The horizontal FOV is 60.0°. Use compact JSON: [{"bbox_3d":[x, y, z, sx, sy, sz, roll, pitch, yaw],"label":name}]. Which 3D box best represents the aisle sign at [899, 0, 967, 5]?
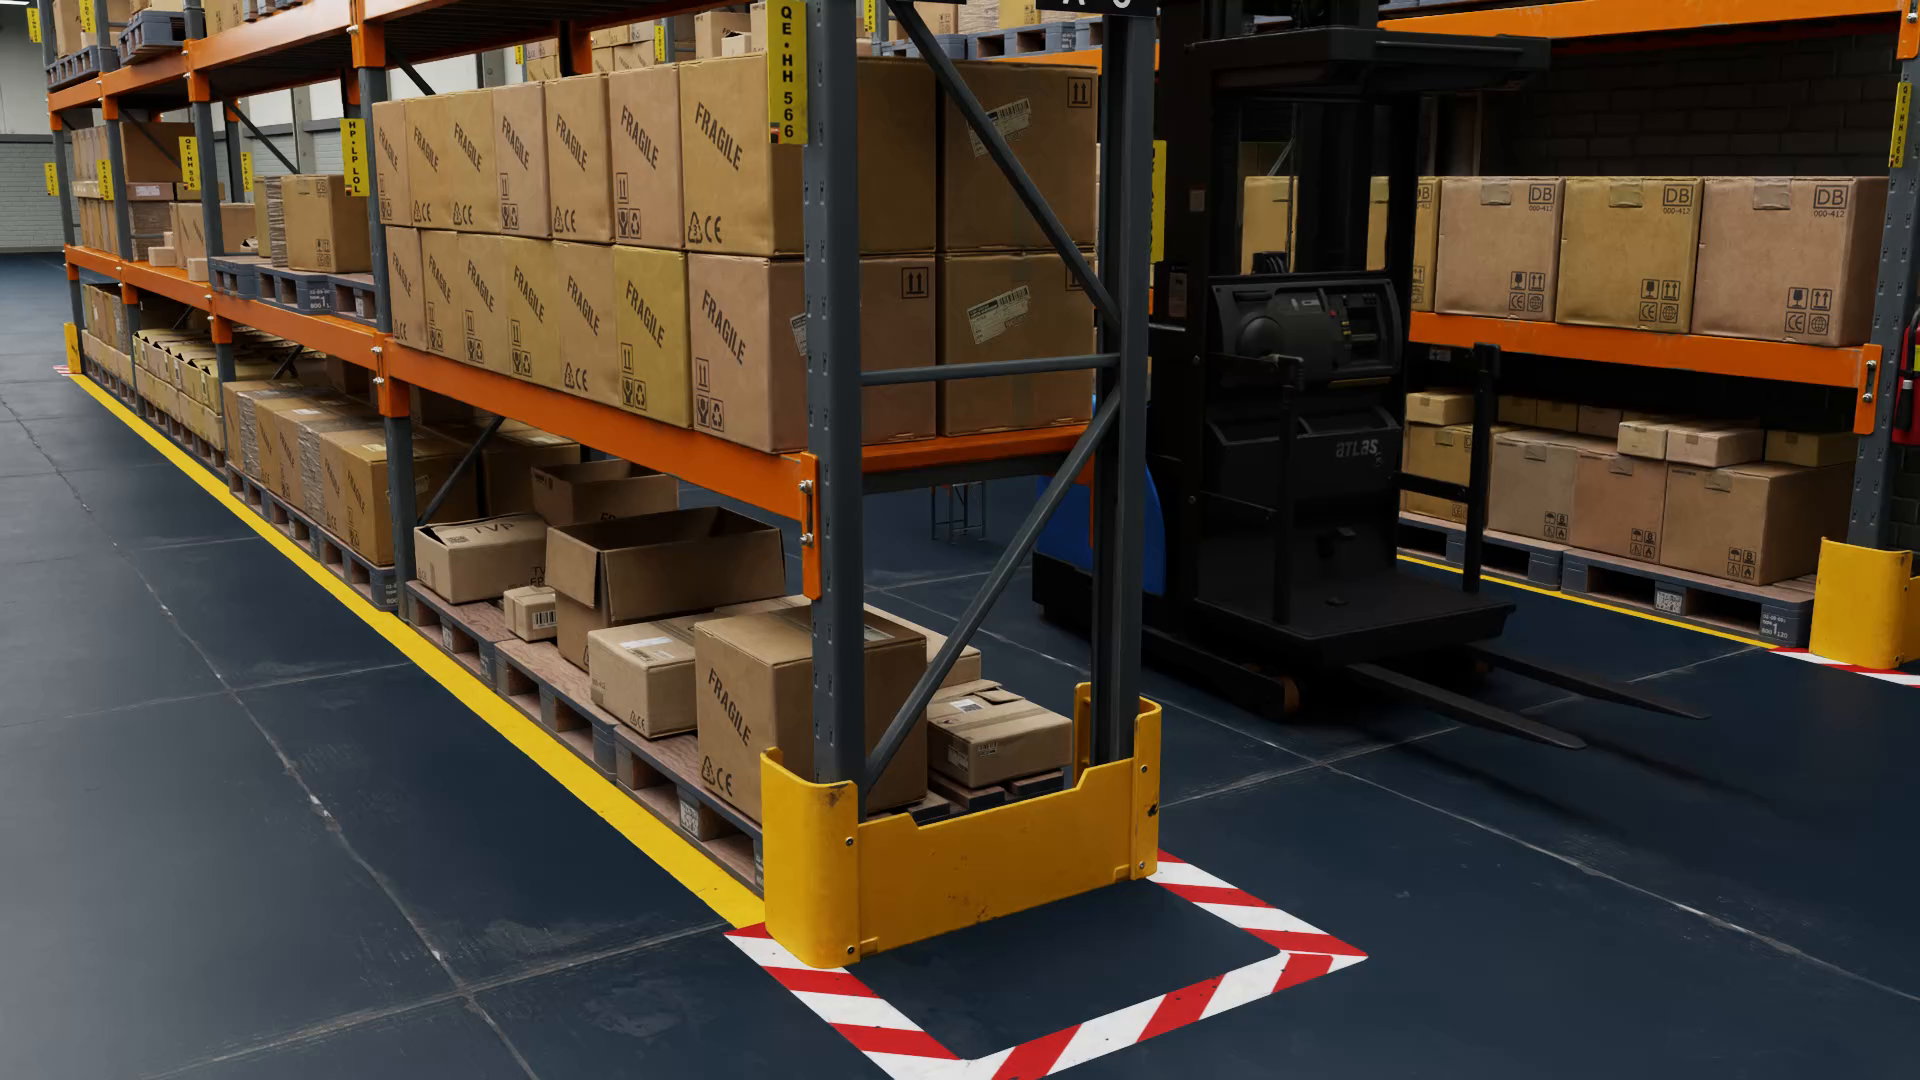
[{"bbox_3d":[-0.149,-1.659,3.843,0.394,0.787,0.004,-8,15,-33],"label":"aisle sign"}]

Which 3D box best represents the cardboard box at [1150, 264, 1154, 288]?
[{"bbox_3d":[1.391,-1.692,10.618,0.380,0.149,0.250,-8,15,-32],"label":"cardboard box"}]

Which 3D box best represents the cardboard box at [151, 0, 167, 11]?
[{"bbox_3d":[-5.572,-3.822,12.163,0.500,0.250,0.500,-10,16,-38],"label":"cardboard box"}]

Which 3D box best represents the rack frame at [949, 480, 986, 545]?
[{"bbox_3d":[0.043,-0.572,9.171,0.240,1.200,0.006,-8,15,-33],"label":"rack frame"}]

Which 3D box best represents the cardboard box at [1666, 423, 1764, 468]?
[{"bbox_3d":[3.496,-0.439,7.700,0.380,0.149,0.250,-8,15,-33],"label":"cardboard box"}]

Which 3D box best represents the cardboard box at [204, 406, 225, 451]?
[{"bbox_3d":[-4.859,-0.787,11.393,0.500,0.250,0.500,-8,15,-31],"label":"cardboard box"}]

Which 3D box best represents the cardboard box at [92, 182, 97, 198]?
[{"bbox_3d":[-7.907,-3.280,15.588,0.380,0.149,0.250,-8,15,-32],"label":"cardboard box"}]

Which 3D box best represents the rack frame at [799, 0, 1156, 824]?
[{"bbox_3d":[0.068,-0.438,4.342,1.000,3.000,0.127,-8,15,-33],"label":"rack frame"}]

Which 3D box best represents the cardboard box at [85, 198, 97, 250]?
[{"bbox_3d":[-8.253,-3.155,16.532,0.700,0.500,0.500,-8,14,-31],"label":"cardboard box"}]

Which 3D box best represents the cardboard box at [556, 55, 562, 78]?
[{"bbox_3d":[-4.139,-5.114,18.421,0.500,0.500,0.500,-7,14,-30],"label":"cardboard box"}]

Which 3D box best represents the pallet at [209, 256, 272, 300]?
[{"bbox_3d":[-3.930,-1.654,10.355,1.213,0.211,1.003,-8,15,-33],"label":"pallet"}]

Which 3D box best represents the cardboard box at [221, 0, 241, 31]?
[{"bbox_3d":[-3.812,-3.210,9.765,0.910,0.500,0.500,-8,15,-33],"label":"cardboard box"}]

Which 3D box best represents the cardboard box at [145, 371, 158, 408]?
[{"bbox_3d":[-6.281,-1.242,13.471,0.500,0.250,0.500,-8,14,-31],"label":"cardboard box"}]

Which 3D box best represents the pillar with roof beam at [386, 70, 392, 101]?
[{"bbox_3d":[-13.799,-8.403,26.725,9.100,9.000,0.400,-8,15,-33],"label":"pillar with roof beam"}]

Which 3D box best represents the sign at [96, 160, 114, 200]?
[{"bbox_3d":[-7.041,-2.967,13.698,0.100,0.325,0.005,-8,15,-33],"label":"sign"}]

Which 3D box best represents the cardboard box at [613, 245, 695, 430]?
[{"bbox_3d":[-0.697,-0.626,4.968,0.500,0.500,0.500,-8,15,-32],"label":"cardboard box"}]

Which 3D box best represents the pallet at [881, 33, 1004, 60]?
[{"bbox_3d":[0.159,-3.712,12.737,1.213,0.211,1.003,-7,14,-30],"label":"pallet"}]

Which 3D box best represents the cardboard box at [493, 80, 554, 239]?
[{"bbox_3d":[-1.263,-1.294,5.685,0.500,0.500,0.500,-8,14,-31],"label":"cardboard box"}]

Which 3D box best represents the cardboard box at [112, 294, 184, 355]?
[{"bbox_3d":[-7.286,-1.947,14.941,0.500,0.500,0.500,-8,15,-33],"label":"cardboard box"}]

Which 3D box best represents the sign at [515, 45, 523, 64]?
[{"bbox_3d":[-5.126,-5.698,19.331,0.100,0.325,0.005,-8,15,-33],"label":"sign"}]

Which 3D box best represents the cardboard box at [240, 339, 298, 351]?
[{"bbox_3d":[-5.274,-1.399,12.878,0.500,0.311,0.500,-8,15,-33],"label":"cardboard box"}]

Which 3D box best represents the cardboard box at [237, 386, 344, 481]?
[{"bbox_3d":[-4.055,-0.647,10.120,0.500,0.500,0.500,-9,15,-35],"label":"cardboard box"}]

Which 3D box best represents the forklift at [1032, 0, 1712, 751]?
[{"bbox_3d":[1.500,-0.867,6.464,1.130,2.935,3.031,-7,14,-29],"label":"forklift"}]

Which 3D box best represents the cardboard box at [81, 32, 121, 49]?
[{"bbox_3d":[-7.476,-4.370,14.580,0.380,0.149,0.250,-8,15,-33],"label":"cardboard box"}]

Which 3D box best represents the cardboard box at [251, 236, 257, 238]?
[{"bbox_3d":[-4.698,-1.999,11.690,0.500,0.311,0.500,-8,15,-33],"label":"cardboard box"}]

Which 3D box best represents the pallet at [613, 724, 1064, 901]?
[{"bbox_3d":[-0.416,0.770,5.349,1.003,0.211,1.213,-8,15,-33],"label":"pallet"}]

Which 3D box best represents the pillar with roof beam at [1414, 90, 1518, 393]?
[{"bbox_3d":[-0.502,-4.135,7.207,9.100,9.000,0.400,-8,15,-33],"label":"pillar with roof beam"}]

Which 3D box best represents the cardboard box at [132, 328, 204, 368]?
[{"bbox_3d":[-6.559,-1.605,13.819,0.500,0.311,0.500,-8,15,-33],"label":"cardboard box"}]

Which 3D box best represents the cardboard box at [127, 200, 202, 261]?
[{"bbox_3d":[-6.831,-2.699,14.448,0.700,0.500,0.500,-9,15,-34],"label":"cardboard box"}]

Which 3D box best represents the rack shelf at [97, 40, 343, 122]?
[{"bbox_3d":[-5.472,-3.330,12.231,1.077,0.370,4.000,-8,15,-33],"label":"rack shelf"}]

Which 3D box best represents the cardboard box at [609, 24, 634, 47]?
[{"bbox_3d":[-3.276,-5.325,17.048,0.500,0.500,0.500,-7,14,-30],"label":"cardboard box"}]

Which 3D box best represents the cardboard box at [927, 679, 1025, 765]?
[{"bbox_3d":[-0.016,0.572,5.327,0.380,0.166,0.250,-8,15,-33],"label":"cardboard box"}]

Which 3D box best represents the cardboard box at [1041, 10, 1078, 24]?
[{"bbox_3d":[0.991,-3.823,11.536,0.700,0.500,0.500,-8,15,-33],"label":"cardboard box"}]

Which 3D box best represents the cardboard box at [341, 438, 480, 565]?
[{"bbox_3d":[-2.660,-0.197,8.061,0.500,0.500,0.500,-8,15,-33],"label":"cardboard box"}]

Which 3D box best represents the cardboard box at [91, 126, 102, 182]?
[{"bbox_3d":[-7.666,-3.600,15.533,0.700,0.500,0.500,-8,15,-33],"label":"cardboard box"}]

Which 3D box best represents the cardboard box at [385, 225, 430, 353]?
[{"bbox_3d":[-2.092,-1.075,7.022,0.500,0.500,0.500,-8,14,-31],"label":"cardboard box"}]

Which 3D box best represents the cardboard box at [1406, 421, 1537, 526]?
[{"bbox_3d":[2.861,-0.394,9.008,0.700,0.500,0.500,-8,15,-31],"label":"cardboard box"}]

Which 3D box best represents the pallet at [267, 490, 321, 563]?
[{"bbox_3d":[-3.310,-0.144,9.527,1.003,0.211,1.213,-8,15,-33],"label":"pallet"}]

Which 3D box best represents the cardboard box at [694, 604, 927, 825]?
[{"bbox_3d":[-0.438,0.501,4.871,0.500,0.500,0.500,-8,15,-33],"label":"cardboard box"}]

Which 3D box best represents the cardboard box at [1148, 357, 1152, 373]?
[{"bbox_3d":[1.506,-0.991,10.922,0.750,0.750,0.750,-8,15,-32],"label":"cardboard box"}]

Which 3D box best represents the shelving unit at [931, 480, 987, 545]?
[{"bbox_3d":[-0.008,-0.589,9.245,0.258,1.200,0.189,-8,15,-33],"label":"shelving unit"}]

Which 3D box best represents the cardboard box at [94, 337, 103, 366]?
[{"bbox_3d":[-8.128,-1.846,16.235,0.500,0.250,0.500,-8,15,-33],"label":"cardboard box"}]

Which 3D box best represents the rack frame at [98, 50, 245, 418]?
[{"bbox_3d":[-6.580,-2.572,14.101,1.000,3.000,0.127,-8,15,-33],"label":"rack frame"}]

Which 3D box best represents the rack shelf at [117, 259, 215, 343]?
[{"bbox_3d":[-5.472,-1.865,12.551,1.077,0.370,4.000,-8,15,-33],"label":"rack shelf"}]

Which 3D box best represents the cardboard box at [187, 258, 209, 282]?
[{"bbox_3d":[-5.092,-1.865,11.457,0.380,0.149,0.250,-8,15,-33],"label":"cardboard box"}]

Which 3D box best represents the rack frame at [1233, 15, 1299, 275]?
[{"bbox_3d":[1.974,-1.736,10.279,1.000,3.000,0.127,-8,15,-33],"label":"rack frame"}]

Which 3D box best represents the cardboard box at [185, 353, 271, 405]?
[{"bbox_3d":[-5.153,-1.152,11.749,0.500,0.311,0.500,-8,15,-34],"label":"cardboard box"}]

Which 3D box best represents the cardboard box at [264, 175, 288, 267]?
[{"bbox_3d":[-3.574,-1.830,9.494,0.700,0.500,0.500,-5,13,-22],"label":"cardboard box"}]

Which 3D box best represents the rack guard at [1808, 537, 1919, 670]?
[{"bbox_3d":[4.203,0.201,7.273,1.175,0.500,0.348,-8,15,-33],"label":"rack guard"}]

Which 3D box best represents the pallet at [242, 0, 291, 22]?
[{"bbox_3d":[-3.028,-2.831,8.704,1.213,0.211,1.003,-8,15,-33],"label":"pallet"}]

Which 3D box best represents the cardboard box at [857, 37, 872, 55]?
[{"bbox_3d":[-0.866,-3.975,13.658,0.500,0.311,0.500,-8,15,-33],"label":"cardboard box"}]

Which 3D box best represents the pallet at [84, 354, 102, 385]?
[{"bbox_3d":[-8.338,-1.790,17.053,1.003,0.211,1.213,-8,15,-33],"label":"pallet"}]

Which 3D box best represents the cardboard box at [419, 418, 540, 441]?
[{"bbox_3d":[-2.518,-0.351,8.768,0.500,0.500,0.500,-8,15,-32],"label":"cardboard box"}]

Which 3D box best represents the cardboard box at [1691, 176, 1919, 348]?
[{"bbox_3d":[3.899,-1.261,7.403,0.980,0.700,0.700,-7,14,-30],"label":"cardboard box"}]

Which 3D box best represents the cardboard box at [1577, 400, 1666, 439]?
[{"bbox_3d":[3.394,-0.619,8.522,0.380,0.149,0.250,-8,15,-32],"label":"cardboard box"}]

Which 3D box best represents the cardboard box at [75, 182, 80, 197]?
[{"bbox_3d":[-8.610,-3.507,16.625,0.380,0.149,0.250,-9,15,-34],"label":"cardboard box"}]

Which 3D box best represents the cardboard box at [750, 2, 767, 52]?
[{"bbox_3d":[-1.539,-4.552,14.918,0.500,0.500,0.500,-9,15,-35],"label":"cardboard box"}]
